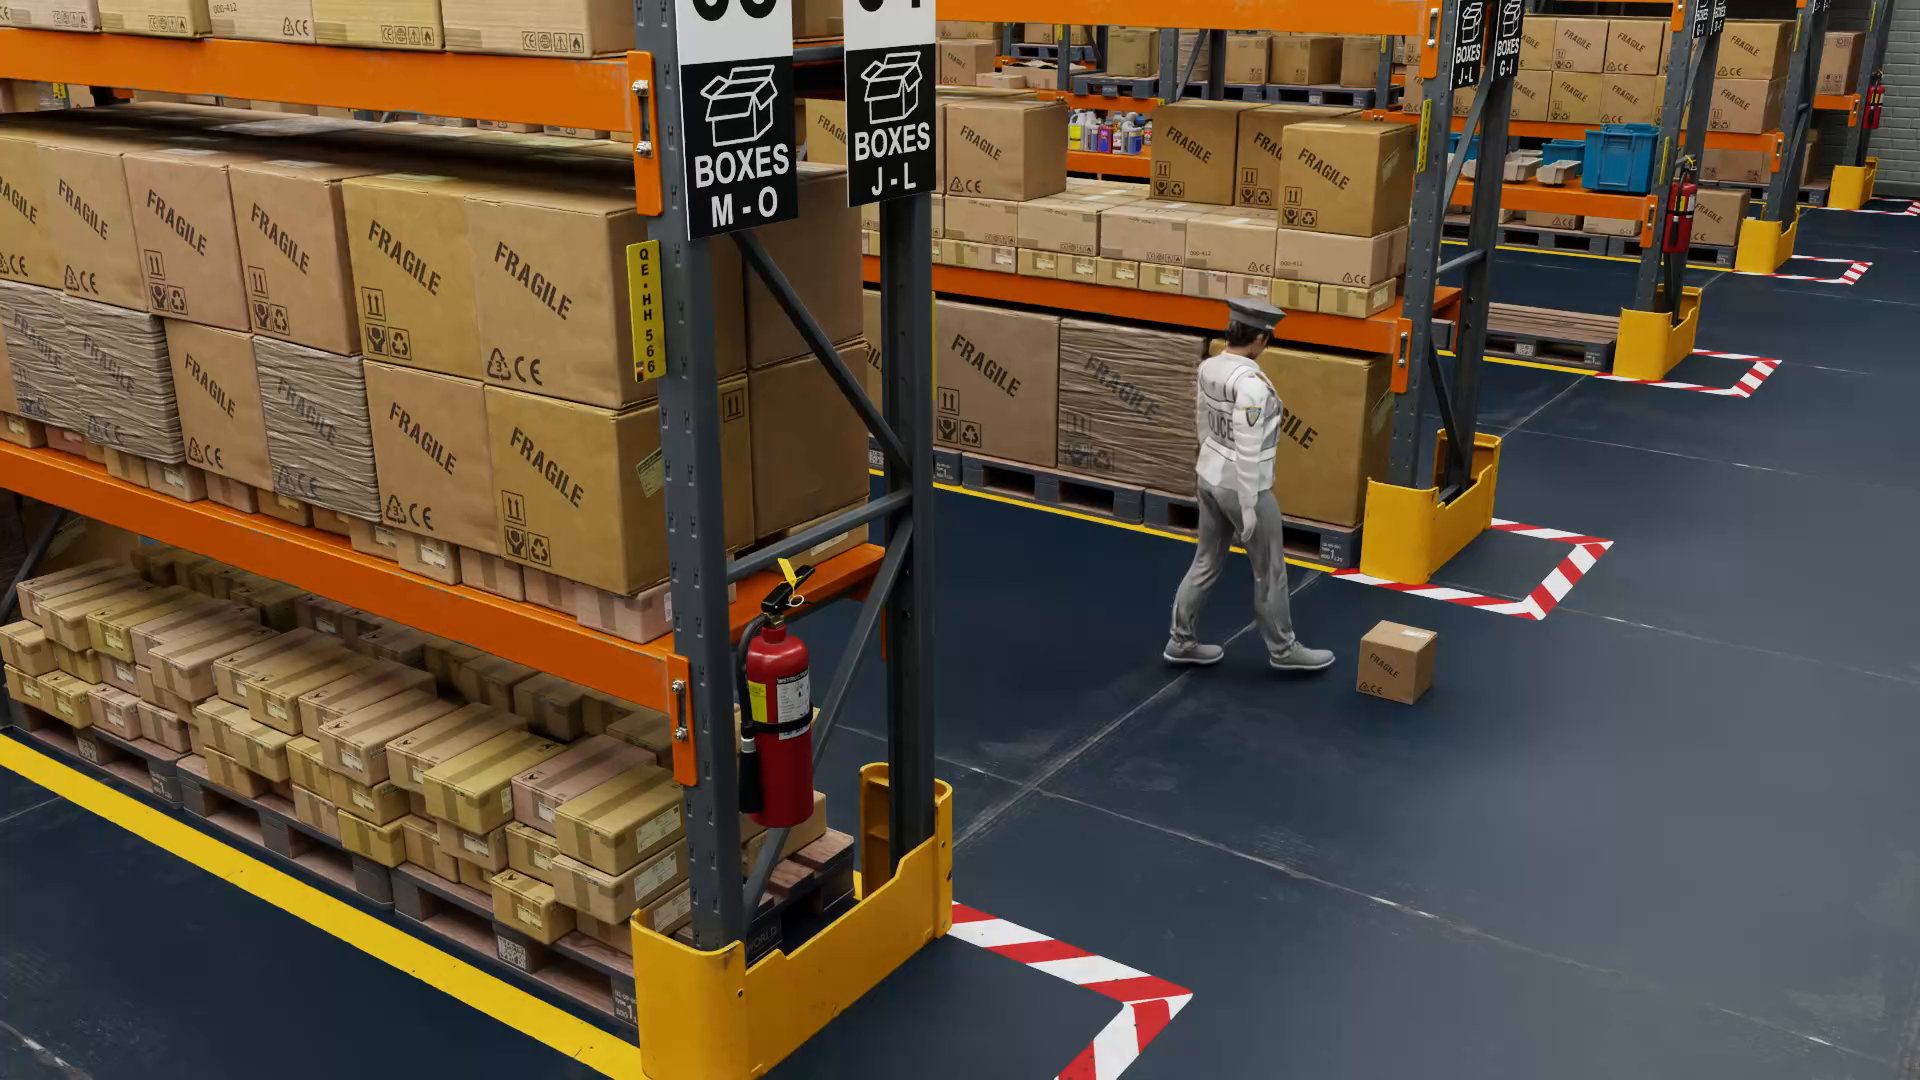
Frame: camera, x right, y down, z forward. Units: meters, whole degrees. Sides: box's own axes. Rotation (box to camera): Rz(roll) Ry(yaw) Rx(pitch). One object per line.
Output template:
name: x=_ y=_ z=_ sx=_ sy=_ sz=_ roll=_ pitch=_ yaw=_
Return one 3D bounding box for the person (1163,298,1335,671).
person: x=1.267 y=-0.229 z=7.154 sx=0.704 sy=1.649 sz=0.524 roll=-7 pitch=21 yaw=-17
